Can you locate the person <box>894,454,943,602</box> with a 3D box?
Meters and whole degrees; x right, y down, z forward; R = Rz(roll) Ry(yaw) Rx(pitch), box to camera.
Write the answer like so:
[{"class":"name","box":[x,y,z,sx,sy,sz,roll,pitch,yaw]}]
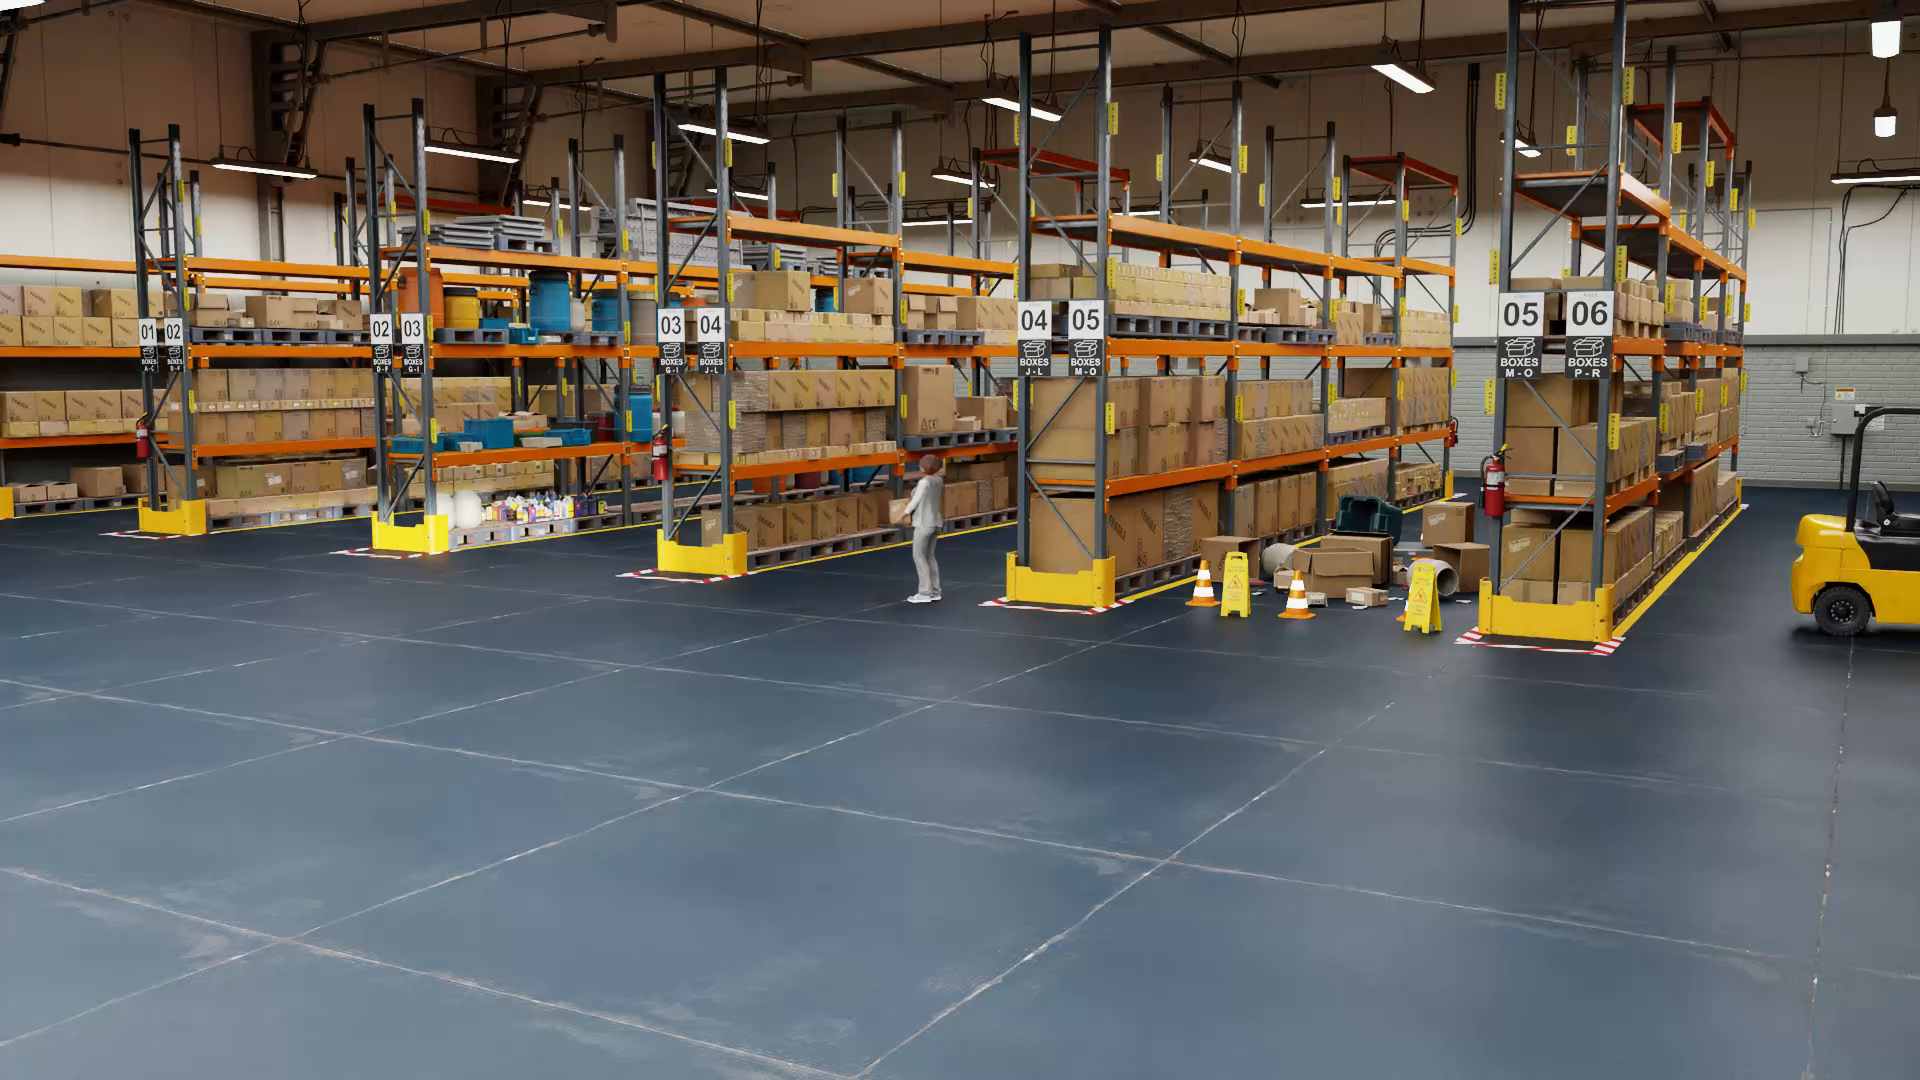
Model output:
[{"class":"person","box":[-0.431,-0.132,17.822,0.498,1.591,0.404,4,7,30]}]
